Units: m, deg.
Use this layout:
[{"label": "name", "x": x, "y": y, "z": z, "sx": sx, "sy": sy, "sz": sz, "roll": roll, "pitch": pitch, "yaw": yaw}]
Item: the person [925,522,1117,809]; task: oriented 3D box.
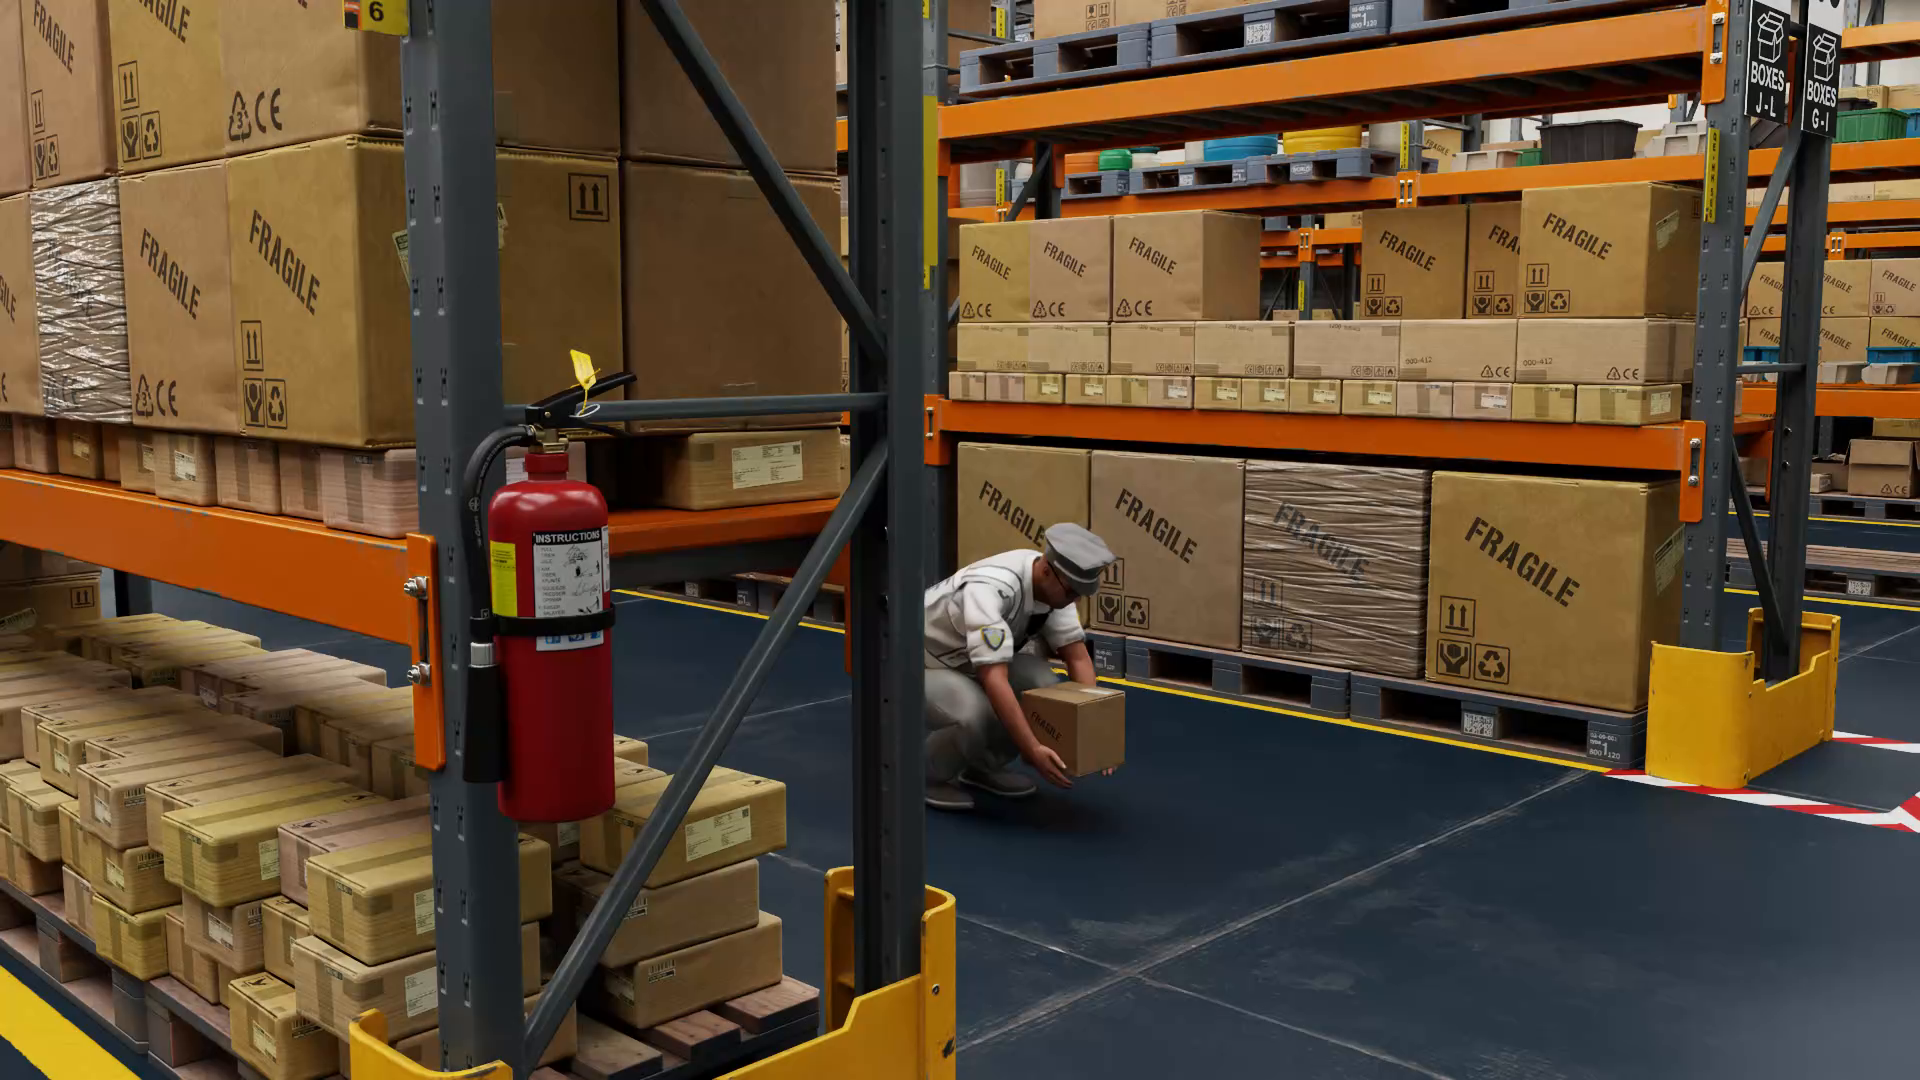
[{"label": "person", "x": 0.127, "y": 0.428, "z": 5.827, "sx": 0.910, "sy": 1.009, "sz": 0.566, "roll": 7, "pitch": 10, "yaw": 43}]
